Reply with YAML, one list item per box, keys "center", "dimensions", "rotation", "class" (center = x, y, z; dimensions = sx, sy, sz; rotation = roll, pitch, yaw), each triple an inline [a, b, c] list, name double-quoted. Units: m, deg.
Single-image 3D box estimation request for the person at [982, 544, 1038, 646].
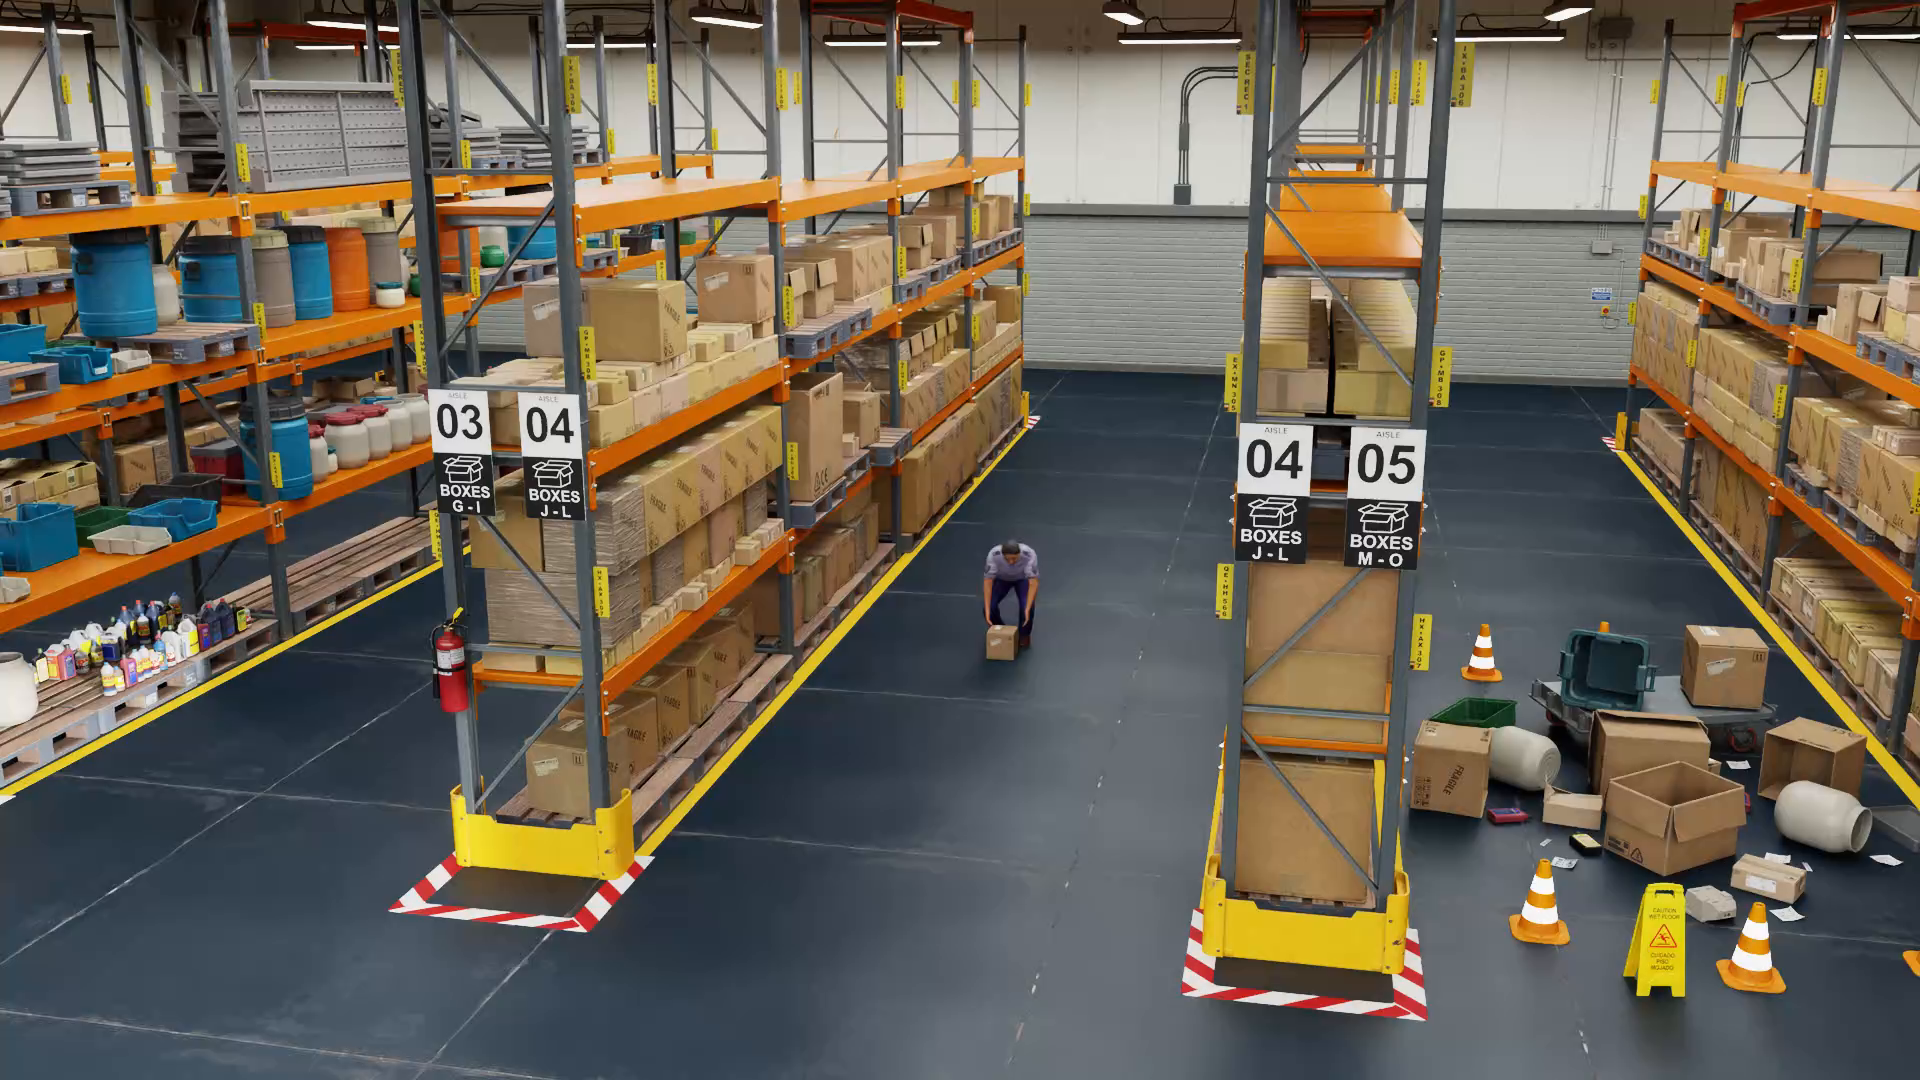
- center: [0.486, 0.470, 15.478]
  dimensions: [0.531, 1.034, 0.791]
  rotation: [3, 15, 11]
  class: "person"
